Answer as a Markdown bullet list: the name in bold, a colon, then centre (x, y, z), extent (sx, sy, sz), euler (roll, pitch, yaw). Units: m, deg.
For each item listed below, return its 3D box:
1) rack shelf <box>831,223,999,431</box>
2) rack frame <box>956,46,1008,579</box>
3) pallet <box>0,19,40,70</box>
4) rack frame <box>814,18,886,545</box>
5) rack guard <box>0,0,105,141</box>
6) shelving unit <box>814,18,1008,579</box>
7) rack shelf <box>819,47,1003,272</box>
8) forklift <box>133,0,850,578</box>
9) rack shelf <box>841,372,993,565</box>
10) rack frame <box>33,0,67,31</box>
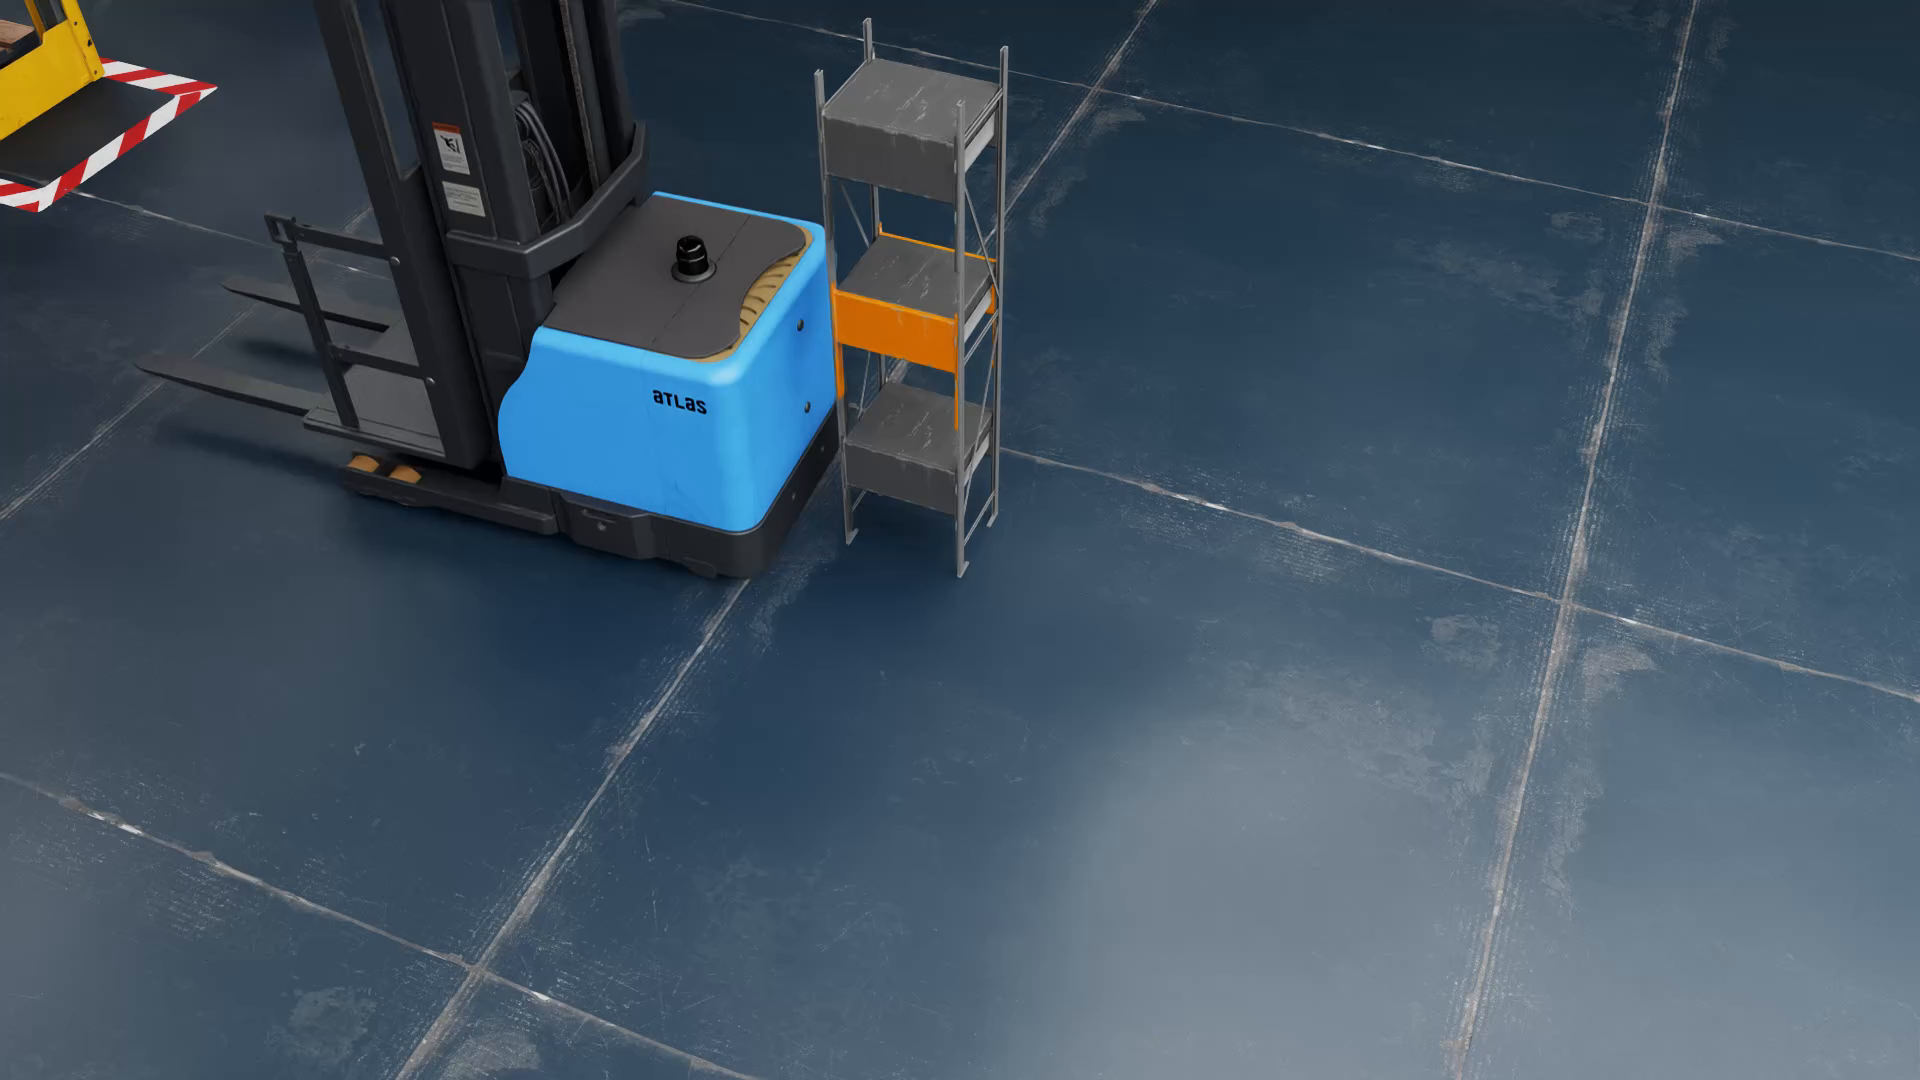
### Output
- **rack shelf**: centre (-0.153, -0.780, 6.064), extent (0.480, 0.518, 0.431), euler (16, 47, 16)
- **rack frame**: centre (0.072, -0.723, 5.988), extent (0.015, 2.100, 0.400), euler (16, 47, 16)
- **pallet**: centre (-5.933, -2.640, 9.254), extent (1.213, 0.211, 1.003), euler (16, 47, 16)
- **rack frame**: centre (-0.378, -0.856, 6.121), extent (0.015, 2.100, 0.400), euler (16, 47, 16)
- **rack guard**: centre (-5.197, -2.499, 8.907), extent (0.348, 0.500, 1.175), euler (16, 47, 16)
- **shelving unit**: centre (-0.153, -0.789, 6.055), extent (0.503, 2.100, 0.431), euler (16, 47, 16)
- **rack shelf**: centre (-0.153, -1.276, 5.570), extent (0.480, 0.518, 0.431), euler (16, 47, 16)
- **forklift**: centre (-2.046, -1.518, 6.198), extent (3.031, 2.935, 1.130), euler (14, 46, 13)
- **rack shelf**: centre (-0.153, -0.283, 6.558), extent (0.480, 0.518, 0.431), euler (16, 47, 16)
- **rack frame**: centre (-5.127, -3.364, 8.004), extent (0.127, 3.000, 1.000), euler (16, 47, 16)
